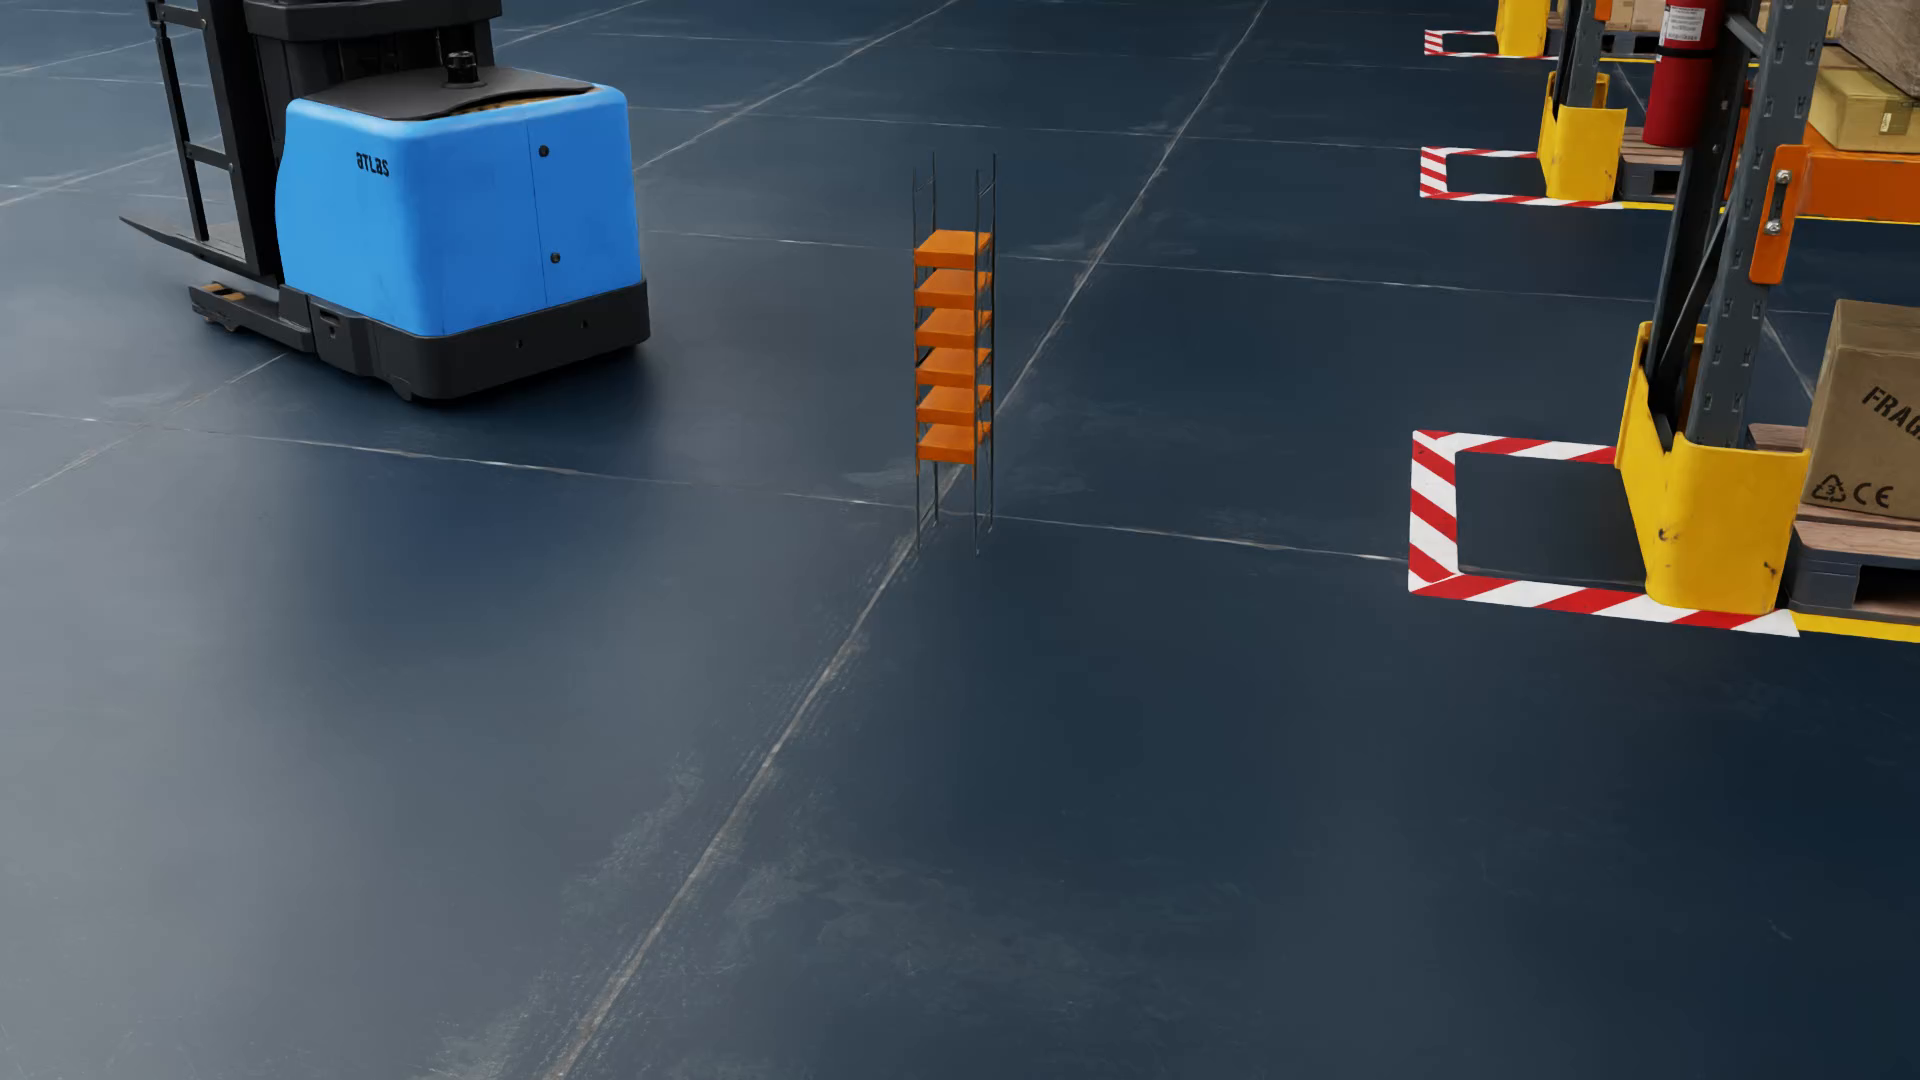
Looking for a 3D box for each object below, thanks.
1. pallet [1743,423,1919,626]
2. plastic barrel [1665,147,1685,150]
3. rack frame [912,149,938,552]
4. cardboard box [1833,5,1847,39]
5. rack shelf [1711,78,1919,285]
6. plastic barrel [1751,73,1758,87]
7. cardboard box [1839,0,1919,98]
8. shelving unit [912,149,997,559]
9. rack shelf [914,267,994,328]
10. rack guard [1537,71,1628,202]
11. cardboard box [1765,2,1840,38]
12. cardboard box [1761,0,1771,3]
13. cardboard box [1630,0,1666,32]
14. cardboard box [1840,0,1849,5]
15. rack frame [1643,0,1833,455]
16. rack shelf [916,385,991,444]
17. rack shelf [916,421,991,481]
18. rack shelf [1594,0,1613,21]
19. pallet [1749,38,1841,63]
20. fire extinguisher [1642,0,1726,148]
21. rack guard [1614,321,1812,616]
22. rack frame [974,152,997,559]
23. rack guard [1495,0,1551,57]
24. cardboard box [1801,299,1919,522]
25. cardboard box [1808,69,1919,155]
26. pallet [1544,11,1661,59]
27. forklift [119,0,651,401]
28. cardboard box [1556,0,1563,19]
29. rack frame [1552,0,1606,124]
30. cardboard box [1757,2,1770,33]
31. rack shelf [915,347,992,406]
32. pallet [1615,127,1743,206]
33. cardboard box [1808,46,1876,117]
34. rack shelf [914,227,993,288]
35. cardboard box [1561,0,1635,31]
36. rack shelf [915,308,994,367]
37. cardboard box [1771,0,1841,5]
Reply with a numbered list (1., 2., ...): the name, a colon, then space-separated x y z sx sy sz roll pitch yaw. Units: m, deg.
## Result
1. pallet: 3.106 -0.030 5.068 1.213 0.211 1.003 6 26 13
2. plastic barrel: 4.144 -2.489 9.394 0.421 0.512 0.421 0 25 0
3. rack frame: -0.103 -0.553 5.016 0.006 1.200 0.240 6 26 13
4. cardboard box: 7.126 -4.107 13.096 0.500 0.250 0.500 6 26 13
5. rack shelf: 4.191 -0.860 4.404 4.000 0.370 1.077 6 26 13
6. plastic barrel: 4.630 -2.435 9.281 0.421 0.512 0.421 0 25 0
7. cardboard box: 2.780 -1.508 4.466 0.500 0.500 0.875 6 26 13
8. shelving unit: -0.014 -0.543 4.995 0.189 1.200 0.258 6 26 13
9. rack shelf: -0.014 -0.720 4.911 0.180 0.103 0.258 6 26 13
10. rack guard: 3.573 -2.344 9.592 0.348 0.500 1.175 6 26 13
11. cardboard box: 6.641 -4.160 13.208 0.500 0.250 0.500 6 26 13
12. cardboard box: 6.161 -4.559 13.174 0.500 0.500 0.500 6 26 13
13. cardboard box: 5.674 -4.269 13.438 0.500 0.250 0.500 6 26 13
14. cardboard box: 7.129 -4.450 12.946 0.500 0.500 0.500 6 26 13
15. rack frame: 2.254 -1.399 4.699 0.127 3.000 1.000 6 26 13
16. rack shelf: -0.014 -0.395 5.066 0.180 0.103 0.258 6 26 13
17. rack shelf: -0.014 -0.286 5.118 0.180 0.103 0.258 6 26 13
18. rack shelf: 5.425 -2.922 8.735 4.000 0.370 1.077 6 26 13
19. pallet: 6.654 -4.068 13.549 1.213 0.211 1.003 6 26 13
20. fire extinguisher: 2.258 -1.568 5.145 0.183 0.674 0.296 6 26 13
21. rack guard: 2.328 -0.262 5.220 0.348 0.500 1.175 6 26 13
22. rack frame: 0.075 -0.533 4.975 0.006 1.200 0.240 6 26 13
23. rack guard: 4.702 -4.397 13.904 0.348 0.500 1.175 6 26 13
24. cardboard box: 2.855 -0.386 4.991 0.500 0.500 0.500 11 28 23
25. cardboard box: 2.471 -1.156 4.481 0.250 0.149 0.380 6 26 13
26. pallet: 5.476 -4.200 13.825 1.213 0.211 1.003 6 26 13
27. forklift: -2.708 -2.363 6.804 3.031 2.935 1.130 21 33 37
28. cardboard box: 5.318 -4.537 14.000 0.500 0.250 0.500 6 26 13
29. rack frame: 3.488 -3.461 9.031 0.127 3.000 1.000 6 26 13
30. cardboard box: 6.158 -4.215 13.325 0.500 0.250 0.500 6 26 13
31. rack shelf: -0.014 -0.503 5.014 0.180 0.103 0.258 6 26 13
32. pallet: 4.358 -2.124 9.467 1.213 0.211 1.003 6 26 13
33. cardboard box: 2.581 -1.341 4.870 0.250 0.149 0.380 6 26 13
34. rack shelf: -0.014 -0.828 4.860 0.180 0.103 0.258 6 26 13
35. cardboard box: 5.189 -4.321 13.547 0.500 0.250 0.500 6 26 13
36. rack shelf: -0.014 -0.612 4.963 0.180 0.103 0.258 6 26 13
37. cardboard box: 6.641 -4.498 13.046 0.500 0.500 0.500 6 26 13
